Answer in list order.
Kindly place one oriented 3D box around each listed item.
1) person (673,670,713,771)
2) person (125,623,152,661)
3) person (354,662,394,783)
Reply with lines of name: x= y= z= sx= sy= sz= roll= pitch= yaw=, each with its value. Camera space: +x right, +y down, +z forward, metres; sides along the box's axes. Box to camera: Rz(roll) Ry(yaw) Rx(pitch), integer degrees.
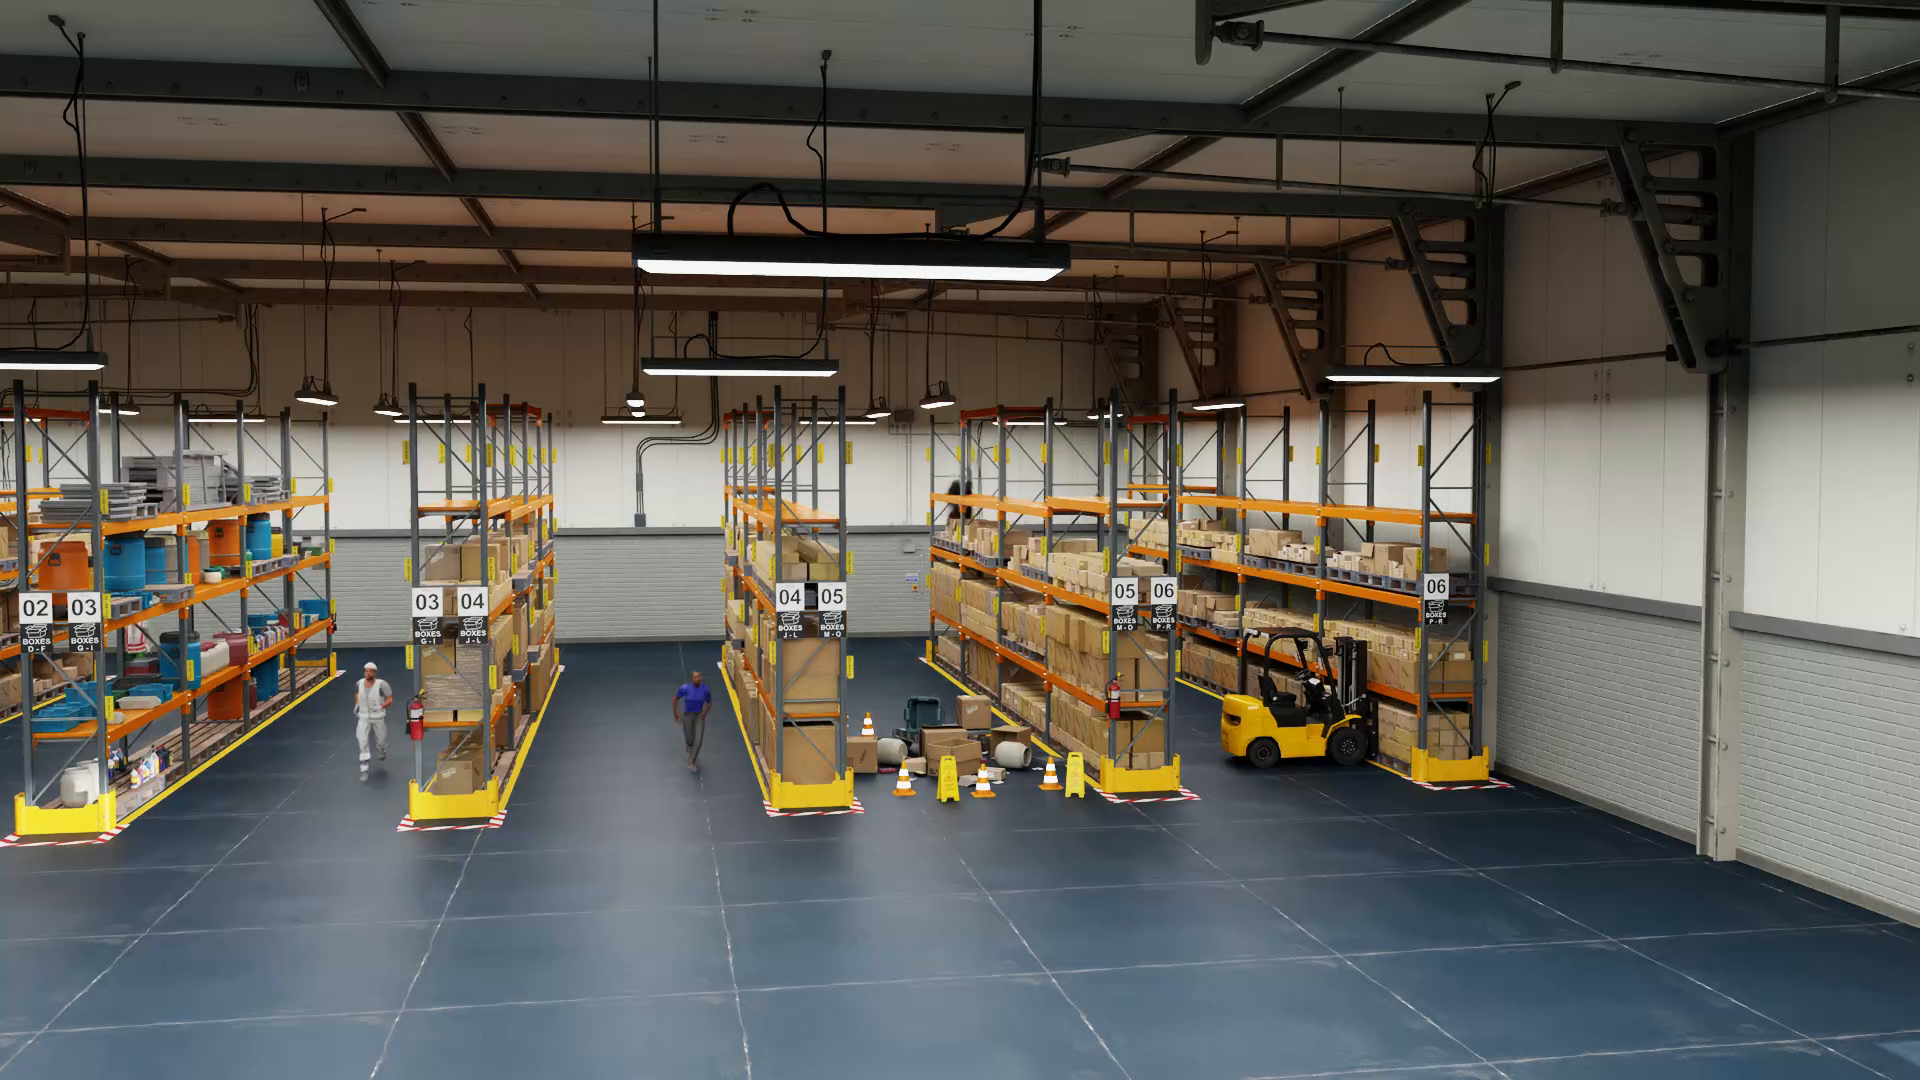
person: x=-4.266 y=2.875 z=26.592 sx=0.611 sy=1.611 sz=0.664 roll=-1 pitch=3 yaw=-18
person: x=-17.391 y=2.358 z=35.070 sx=0.645 sy=1.752 sz=0.791 roll=-1 pitch=3 yaw=-22
person: x=-9.177 y=2.805 z=26.028 sx=0.626 sy=1.801 sz=1.150 roll=0 pitch=3 yaw=-8
